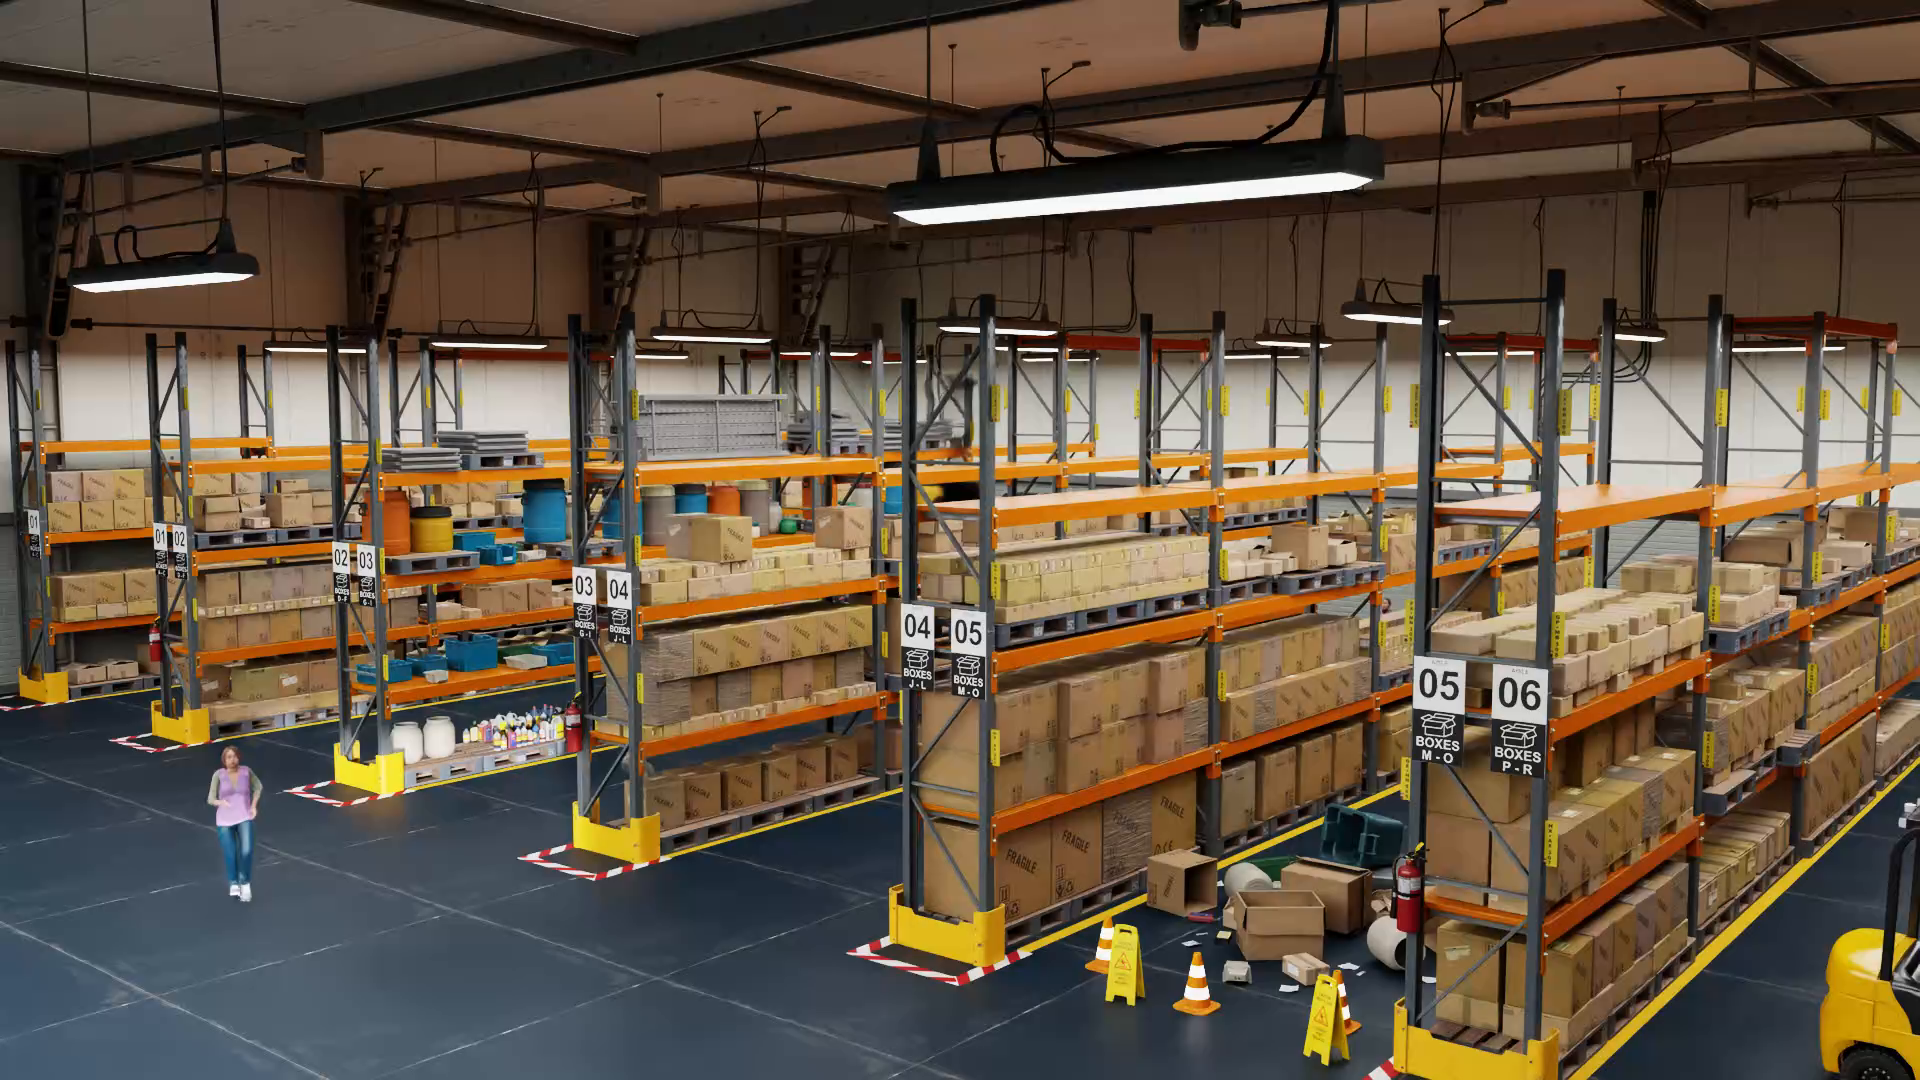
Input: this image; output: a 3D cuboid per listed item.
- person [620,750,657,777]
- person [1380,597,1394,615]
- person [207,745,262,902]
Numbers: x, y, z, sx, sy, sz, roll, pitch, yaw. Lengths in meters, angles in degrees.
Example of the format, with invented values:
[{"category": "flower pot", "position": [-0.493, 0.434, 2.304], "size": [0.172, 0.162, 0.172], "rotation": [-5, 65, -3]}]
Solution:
[{"category": "person", "position": [-4.048, 2.476, 20.845], "size": [0.546, 1.588, 0.818], "rotation": [4, 7, 38]}, {"category": "person", "position": [7.290, 1.833, 28.559], "size": [0.592, 1.525, 0.577], "rotation": [4, 7, 40]}, {"category": "person", "position": [-7.291, 2.867, 16.755], "size": [0.515, 1.599, 0.620], "rotation": [-2, 6, -25]}]
